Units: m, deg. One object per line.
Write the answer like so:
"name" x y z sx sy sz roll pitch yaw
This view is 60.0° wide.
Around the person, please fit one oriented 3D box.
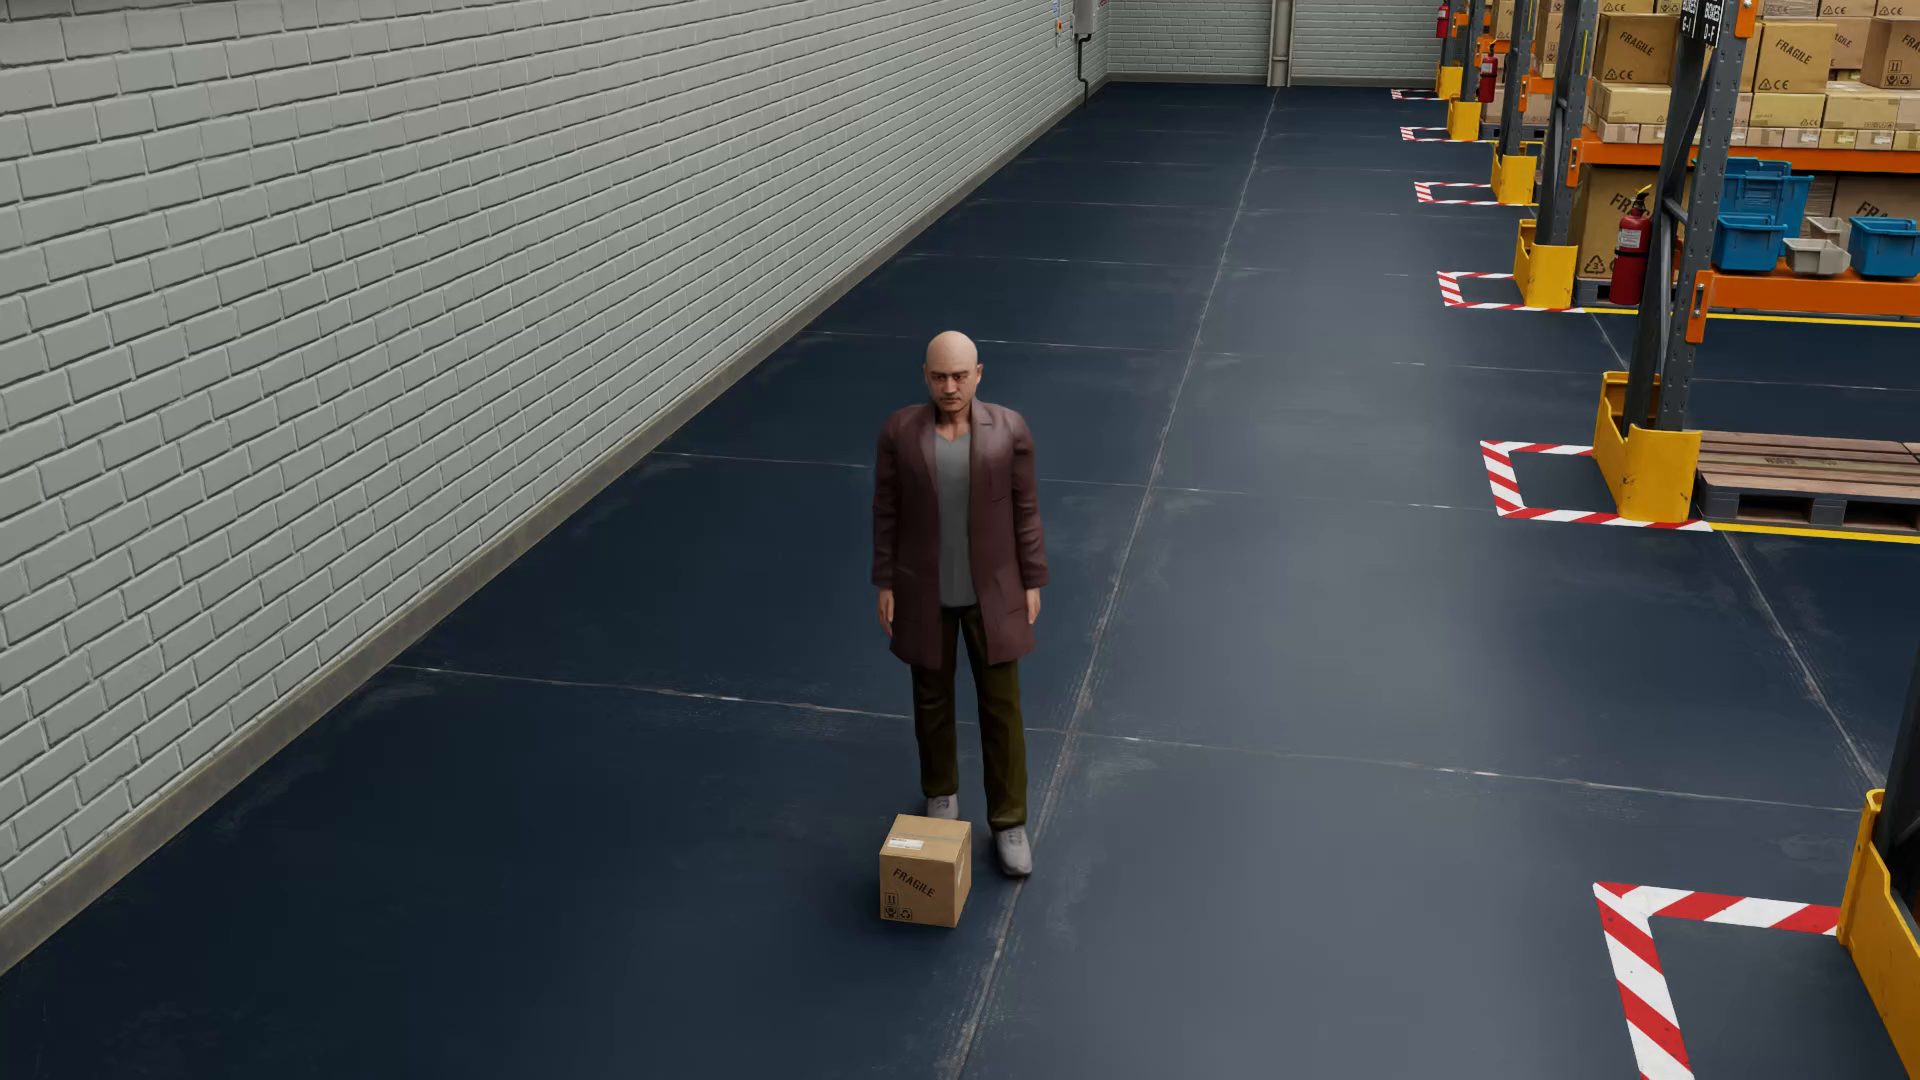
"person" -0.007 0.210 5.527 0.610 1.782 0.597 1 21 3
